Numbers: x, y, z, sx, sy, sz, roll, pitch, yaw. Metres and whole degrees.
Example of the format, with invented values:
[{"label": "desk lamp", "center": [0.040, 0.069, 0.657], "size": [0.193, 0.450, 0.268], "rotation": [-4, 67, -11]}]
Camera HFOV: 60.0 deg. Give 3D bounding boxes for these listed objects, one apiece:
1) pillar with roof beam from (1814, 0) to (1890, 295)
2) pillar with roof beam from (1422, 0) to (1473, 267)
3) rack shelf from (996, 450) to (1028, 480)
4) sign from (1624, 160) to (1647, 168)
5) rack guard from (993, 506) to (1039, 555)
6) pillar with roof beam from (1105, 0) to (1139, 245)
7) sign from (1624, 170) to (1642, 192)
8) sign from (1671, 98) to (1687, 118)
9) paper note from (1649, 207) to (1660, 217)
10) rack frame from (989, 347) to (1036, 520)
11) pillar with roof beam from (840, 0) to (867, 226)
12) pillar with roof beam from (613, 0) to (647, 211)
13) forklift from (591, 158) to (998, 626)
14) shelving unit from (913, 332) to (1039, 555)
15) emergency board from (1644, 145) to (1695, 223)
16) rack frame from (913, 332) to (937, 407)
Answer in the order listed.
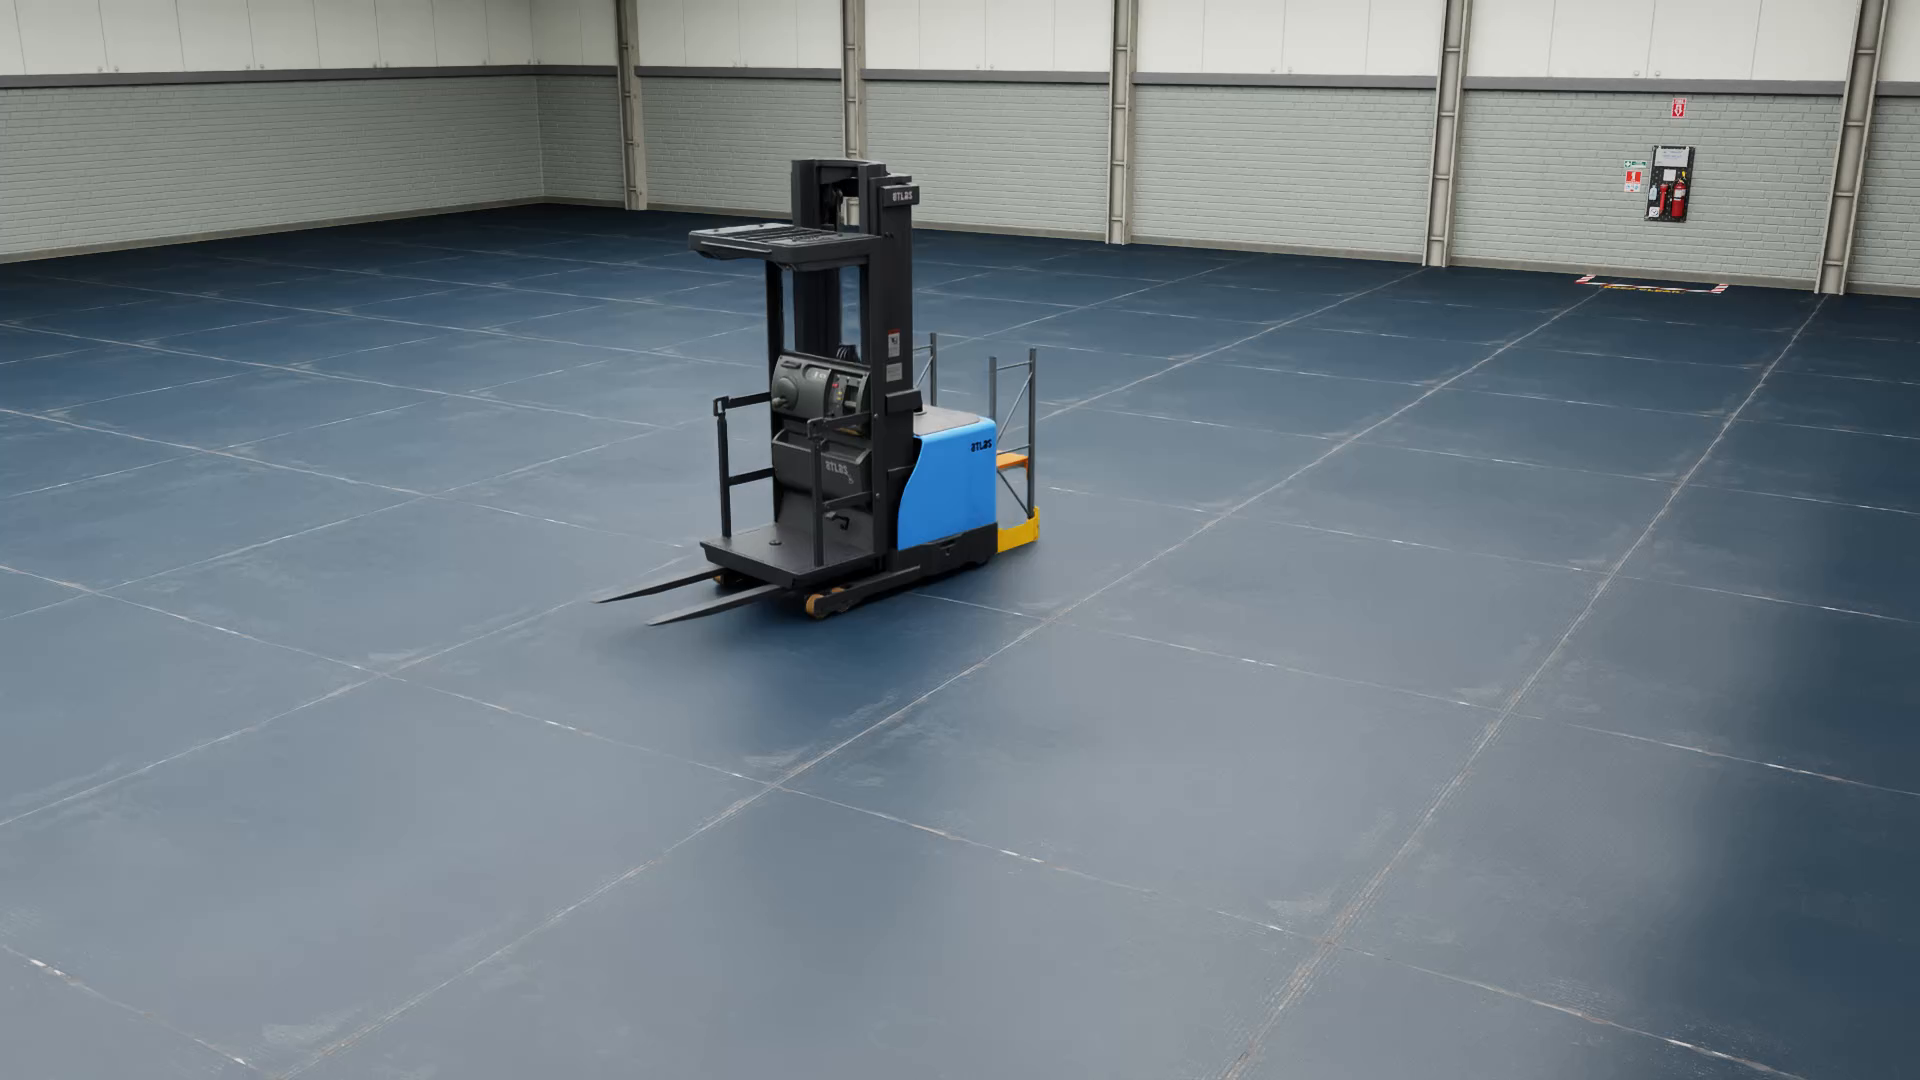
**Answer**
[{"label": "pillar with roof beam", "center": [10.951, -6.996, 20.431], "size": [0.400, 9.000, 9.100], "rotation": [10, 20, 30]}, {"label": "pillar with roof beam", "center": [5.838, -7.909, 23.436], "size": [0.400, 9.000, 9.100], "rotation": [10, 20, 30]}, {"label": "rack shelf", "center": [0.015, -0.598, 12.888], "size": [1.000, 0.185, 0.538], "rotation": [15, 22, 40]}, {"label": "sign", "center": [10.700, -5.955, 26.351], "size": [0.331, 0.109, 0.001], "rotation": [10, 20, 30]}, {"label": "rack guard", "center": [0.392, -0.074, 12.693], "size": [0.087, 0.250, 0.587], "rotation": [15, 22, 40]}, {"label": "pillar with roof beam", "center": [0.726, -8.822, 26.440], "size": [0.400, 9.000, 9.100], "rotation": [10, 20, 30]}, {"label": "sign", "center": [10.701, -5.704, 26.438], "size": [0.234, 0.329, 0.001], "rotation": [10, 20, 30]}, {"label": "sign", "center": [11.163, -6.713, 25.830], "size": [0.199, 0.298, 0.001], "rotation": [10, 20, 30]}, {"label": "paper note", "center": [11.003, -5.200, 26.355], "size": [0.142, 0.148, 0.016], "rotation": [10, 20, 30]}, {"label": "rack frame", "center": [0.393, -0.671, 12.511], "size": [0.032, 1.500, 0.500], "rotation": [15, 22, 40]}, {"label": "pillar with roof beam", "center": [-4.387, -9.734, 29.445], "size": [0.400, 9.000, 9.100], "rotation": [10, 20, 30]}, {"label": "pillar with roof beam", "center": [-9.500, -10.647, 32.449], "size": [0.400, 9.000, 9.100], "rotation": [10, 20, 30]}, {"label": "forklift", "center": [-1.109, -1.042, 11.267], "size": [1.130, 2.935, 3.031], "rotation": [16, 23, 42]}, {"label": "shelving unit", "center": [0.021, -0.768, 12.830], "size": [1.083, 1.500, 0.587], "rotation": [15, 22, 40]}, {"label": "emergency board", "center": [11.118, -5.577, 26.082], "size": [0.643, 1.169, 0.194], "rotation": [10, 20, 30]}, {"label": "rack frame", "center": [-0.363, -0.869, 13.161], "size": [0.032, 1.500, 0.500], "rotation": [15, 22, 40]}]
